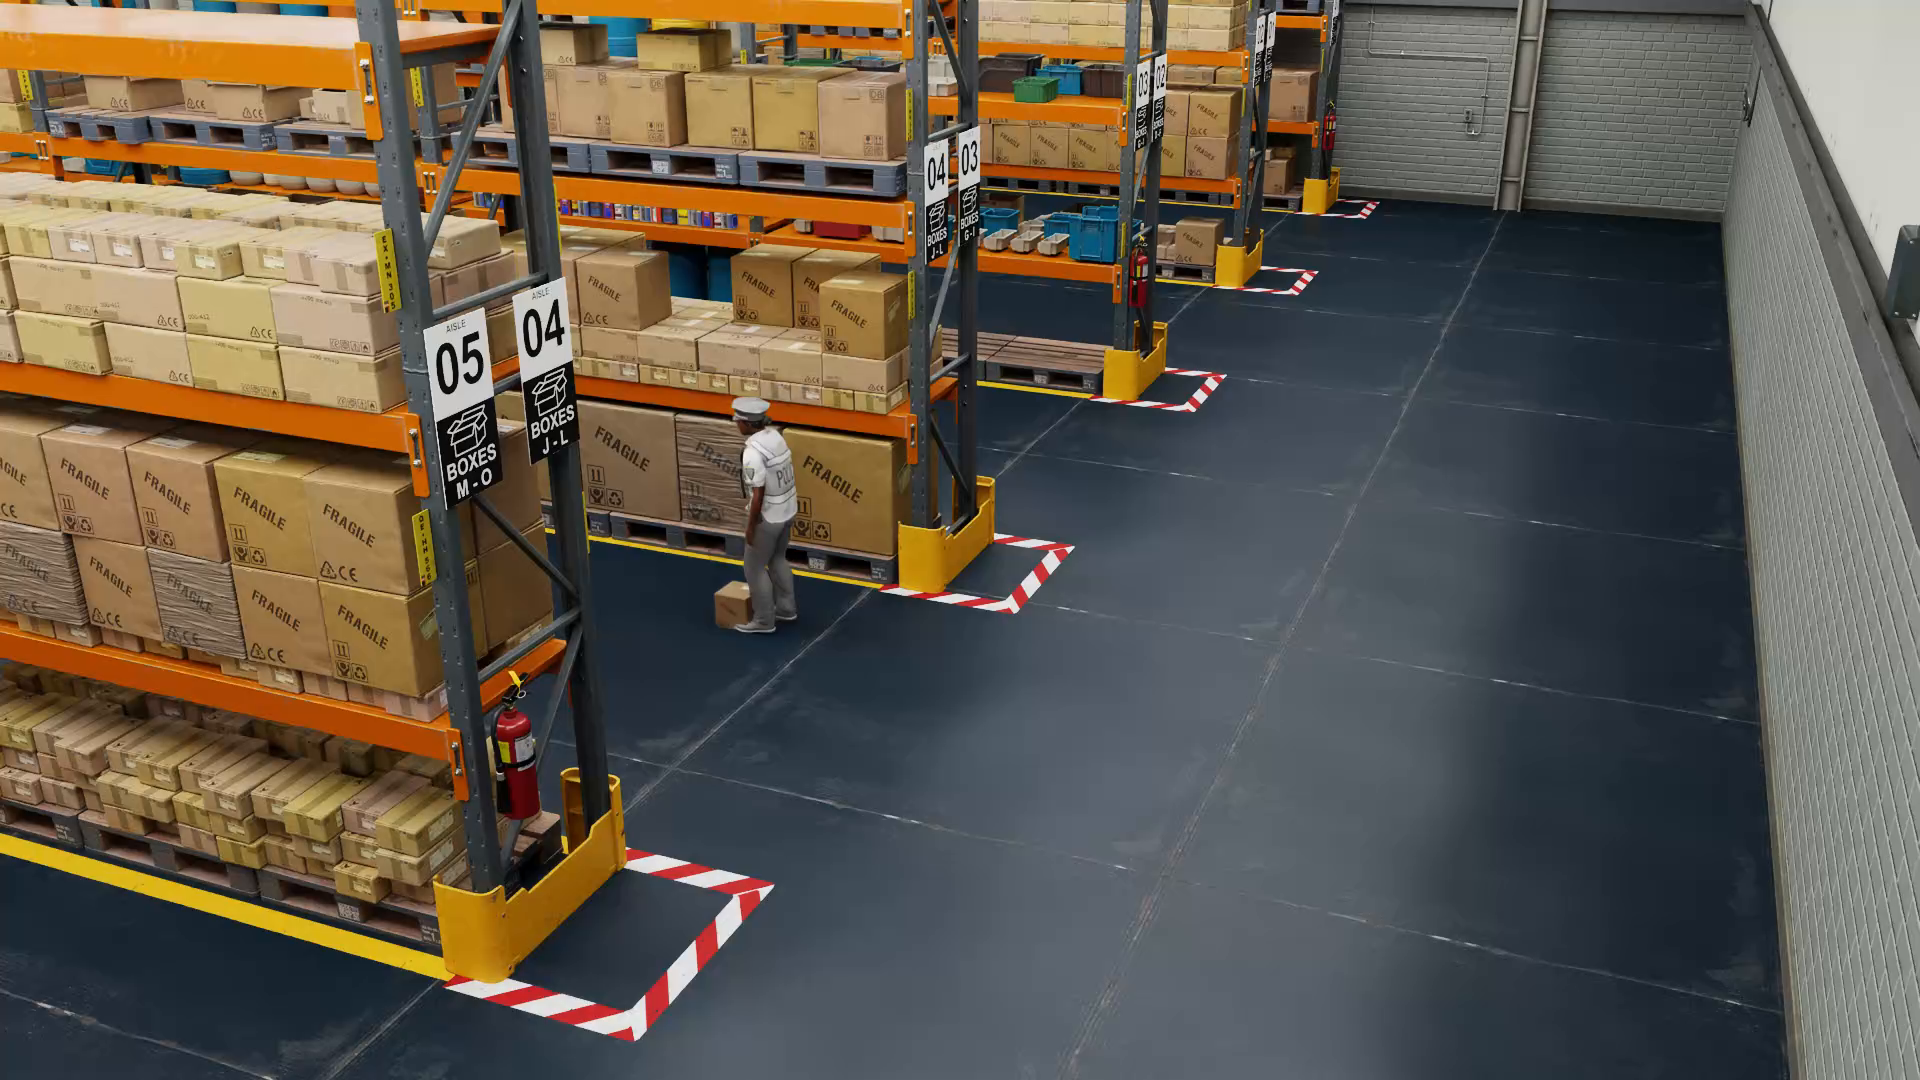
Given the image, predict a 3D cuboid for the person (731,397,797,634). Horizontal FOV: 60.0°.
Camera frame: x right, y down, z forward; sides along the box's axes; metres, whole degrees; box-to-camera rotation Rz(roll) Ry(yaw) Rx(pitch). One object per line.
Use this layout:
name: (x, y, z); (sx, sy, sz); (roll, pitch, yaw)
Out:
person: (-1.328, -0.161, 11.299); (0.426, 1.657, 0.511); (8, 24, 18)
